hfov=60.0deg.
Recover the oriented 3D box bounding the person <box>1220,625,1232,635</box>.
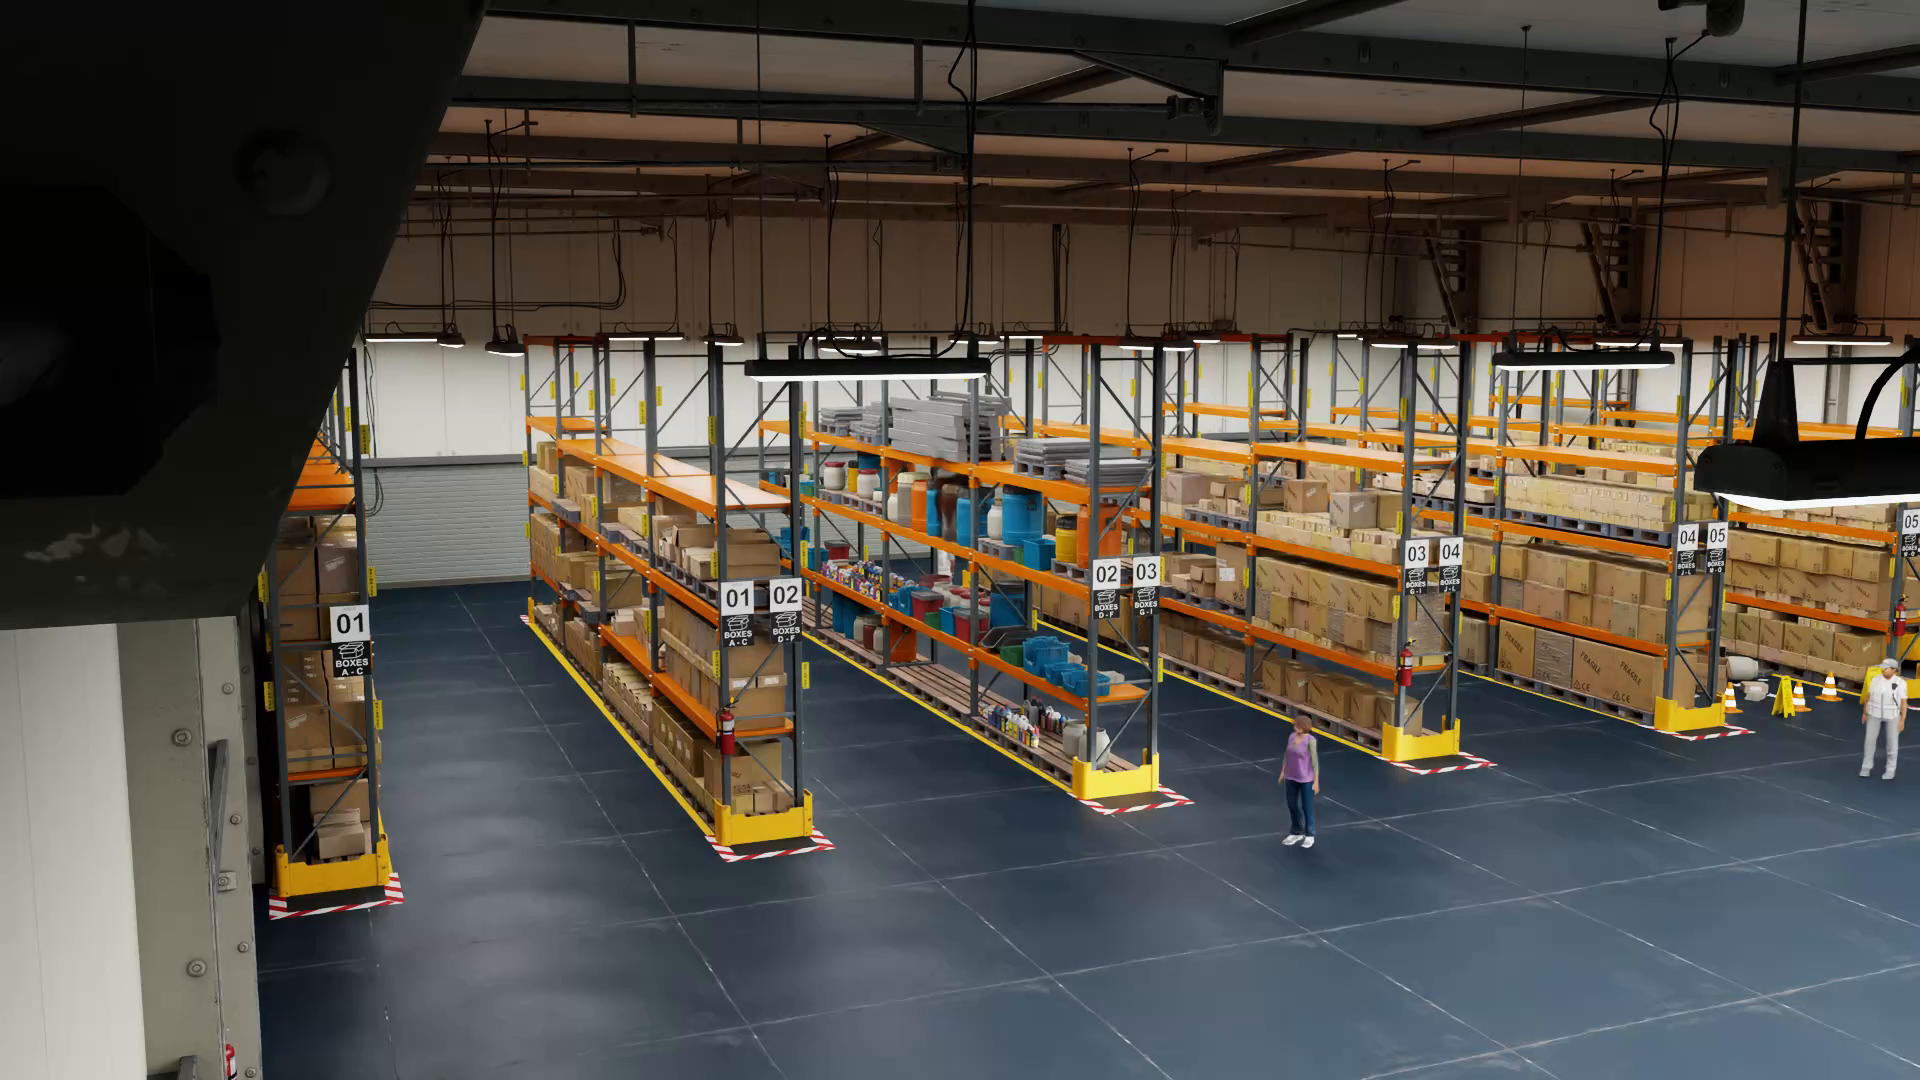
[{"bbox_3d":[5.443,1.042,33.640,0.485,1.707,0.833,-3,8,-19],"label":"person"}]

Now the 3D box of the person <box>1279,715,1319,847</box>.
[{"bbox_3d":[4.095,2.896,19.999,0.530,1.628,0.355,7,10,41],"label":"person"}]

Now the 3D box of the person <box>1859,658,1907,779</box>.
[{"bbox_3d":[12.754,2.453,22.968,0.534,1.664,0.433,5,9,34],"label":"person"}]

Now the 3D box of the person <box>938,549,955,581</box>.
[{"bbox_3d":[-0.354,0.742,35.312,0.586,1.787,0.367,7,11,44],"label":"person"}]
